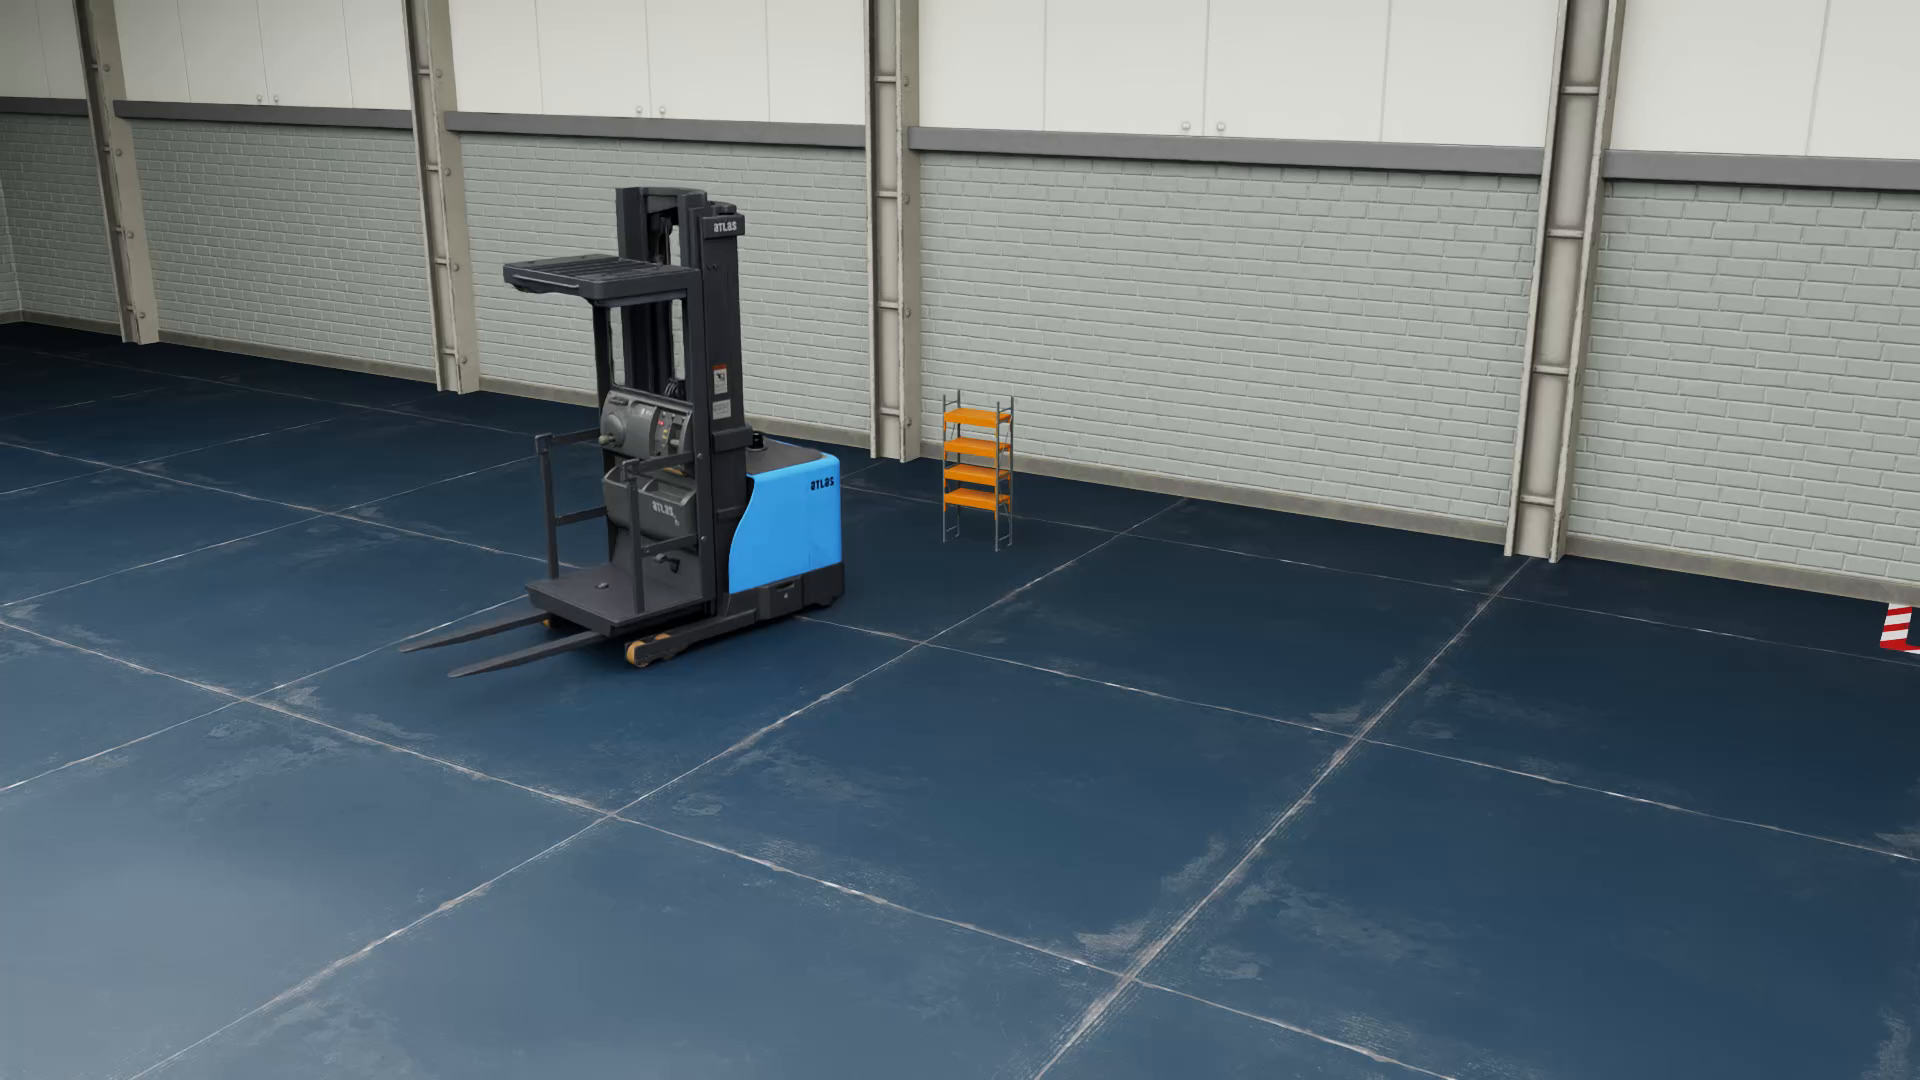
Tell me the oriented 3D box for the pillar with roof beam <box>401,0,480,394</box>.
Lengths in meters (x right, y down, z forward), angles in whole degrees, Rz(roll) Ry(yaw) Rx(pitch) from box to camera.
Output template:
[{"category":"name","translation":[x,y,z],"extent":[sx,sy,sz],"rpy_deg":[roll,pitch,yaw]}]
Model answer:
[{"category":"pillar with roof beam","translation":[-7.980,-4.955,14.212],"extent":[0.400,9.000,9.100],"rpy_deg":[10,20,30]}]

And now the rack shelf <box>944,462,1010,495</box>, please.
[{"category":"rack shelf","translation":[0.141,-0.485,13.143],"extent":[0.480,0.148,0.258],"rpy_deg":[10,20,30]}]

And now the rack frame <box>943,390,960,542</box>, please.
[{"category":"rack frame","translation":[-0.067,-0.586,13.246],"extent":[0.015,1.200,0.240],"rpy_deg":[10,20,30]}]

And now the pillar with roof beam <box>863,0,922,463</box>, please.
[{"category":"pillar with roof beam","translation":[-2.868,-4.043,11.207],"extent":[0.400,9.000,9.100],"rpy_deg":[10,20,30]}]

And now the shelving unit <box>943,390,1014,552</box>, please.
[{"category":"shelving unit","translation":[0.141,-0.549,13.124],"extent":[0.503,1.200,0.258],"rpy_deg":[10,20,30]}]

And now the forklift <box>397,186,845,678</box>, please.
[{"category":"forklift","translation":[-2.215,-0.753,10.816],"extent":[1.130,2.935,3.031],"rpy_deg":[16,23,42]}]

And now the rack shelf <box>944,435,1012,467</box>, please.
[{"category":"rack shelf","translation":[0.141,-0.699,13.078],"extent":[0.480,0.148,0.258],"rpy_deg":[10,20,30]}]

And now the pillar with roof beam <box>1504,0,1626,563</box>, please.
[{"category":"pillar with roof beam","translation":[2.245,-3.130,8.203],"extent":[0.400,9.000,9.100],"rpy_deg":[10,20,30]}]

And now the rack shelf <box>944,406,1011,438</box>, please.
[{"category":"rack shelf","translation":[0.141,-0.925,13.010],"extent":[0.480,0.148,0.258],"rpy_deg":[10,20,30]}]

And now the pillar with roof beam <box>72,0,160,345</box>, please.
[{"category":"pillar with roof beam","translation":[-13.093,-5.868,17.216],"extent":[0.400,9.000,9.100],"rpy_deg":[10,20,30]}]

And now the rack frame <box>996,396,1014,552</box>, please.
[{"category":"rack frame","translation":[0.349,-0.512,13.002],"extent":[0.015,1.200,0.240],"rpy_deg":[10,20,30]}]

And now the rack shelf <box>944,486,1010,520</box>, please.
[{"category":"rack shelf","translation":[0.141,-0.295,13.201],"extent":[0.480,0.148,0.258],"rpy_deg":[10,20,30]}]
